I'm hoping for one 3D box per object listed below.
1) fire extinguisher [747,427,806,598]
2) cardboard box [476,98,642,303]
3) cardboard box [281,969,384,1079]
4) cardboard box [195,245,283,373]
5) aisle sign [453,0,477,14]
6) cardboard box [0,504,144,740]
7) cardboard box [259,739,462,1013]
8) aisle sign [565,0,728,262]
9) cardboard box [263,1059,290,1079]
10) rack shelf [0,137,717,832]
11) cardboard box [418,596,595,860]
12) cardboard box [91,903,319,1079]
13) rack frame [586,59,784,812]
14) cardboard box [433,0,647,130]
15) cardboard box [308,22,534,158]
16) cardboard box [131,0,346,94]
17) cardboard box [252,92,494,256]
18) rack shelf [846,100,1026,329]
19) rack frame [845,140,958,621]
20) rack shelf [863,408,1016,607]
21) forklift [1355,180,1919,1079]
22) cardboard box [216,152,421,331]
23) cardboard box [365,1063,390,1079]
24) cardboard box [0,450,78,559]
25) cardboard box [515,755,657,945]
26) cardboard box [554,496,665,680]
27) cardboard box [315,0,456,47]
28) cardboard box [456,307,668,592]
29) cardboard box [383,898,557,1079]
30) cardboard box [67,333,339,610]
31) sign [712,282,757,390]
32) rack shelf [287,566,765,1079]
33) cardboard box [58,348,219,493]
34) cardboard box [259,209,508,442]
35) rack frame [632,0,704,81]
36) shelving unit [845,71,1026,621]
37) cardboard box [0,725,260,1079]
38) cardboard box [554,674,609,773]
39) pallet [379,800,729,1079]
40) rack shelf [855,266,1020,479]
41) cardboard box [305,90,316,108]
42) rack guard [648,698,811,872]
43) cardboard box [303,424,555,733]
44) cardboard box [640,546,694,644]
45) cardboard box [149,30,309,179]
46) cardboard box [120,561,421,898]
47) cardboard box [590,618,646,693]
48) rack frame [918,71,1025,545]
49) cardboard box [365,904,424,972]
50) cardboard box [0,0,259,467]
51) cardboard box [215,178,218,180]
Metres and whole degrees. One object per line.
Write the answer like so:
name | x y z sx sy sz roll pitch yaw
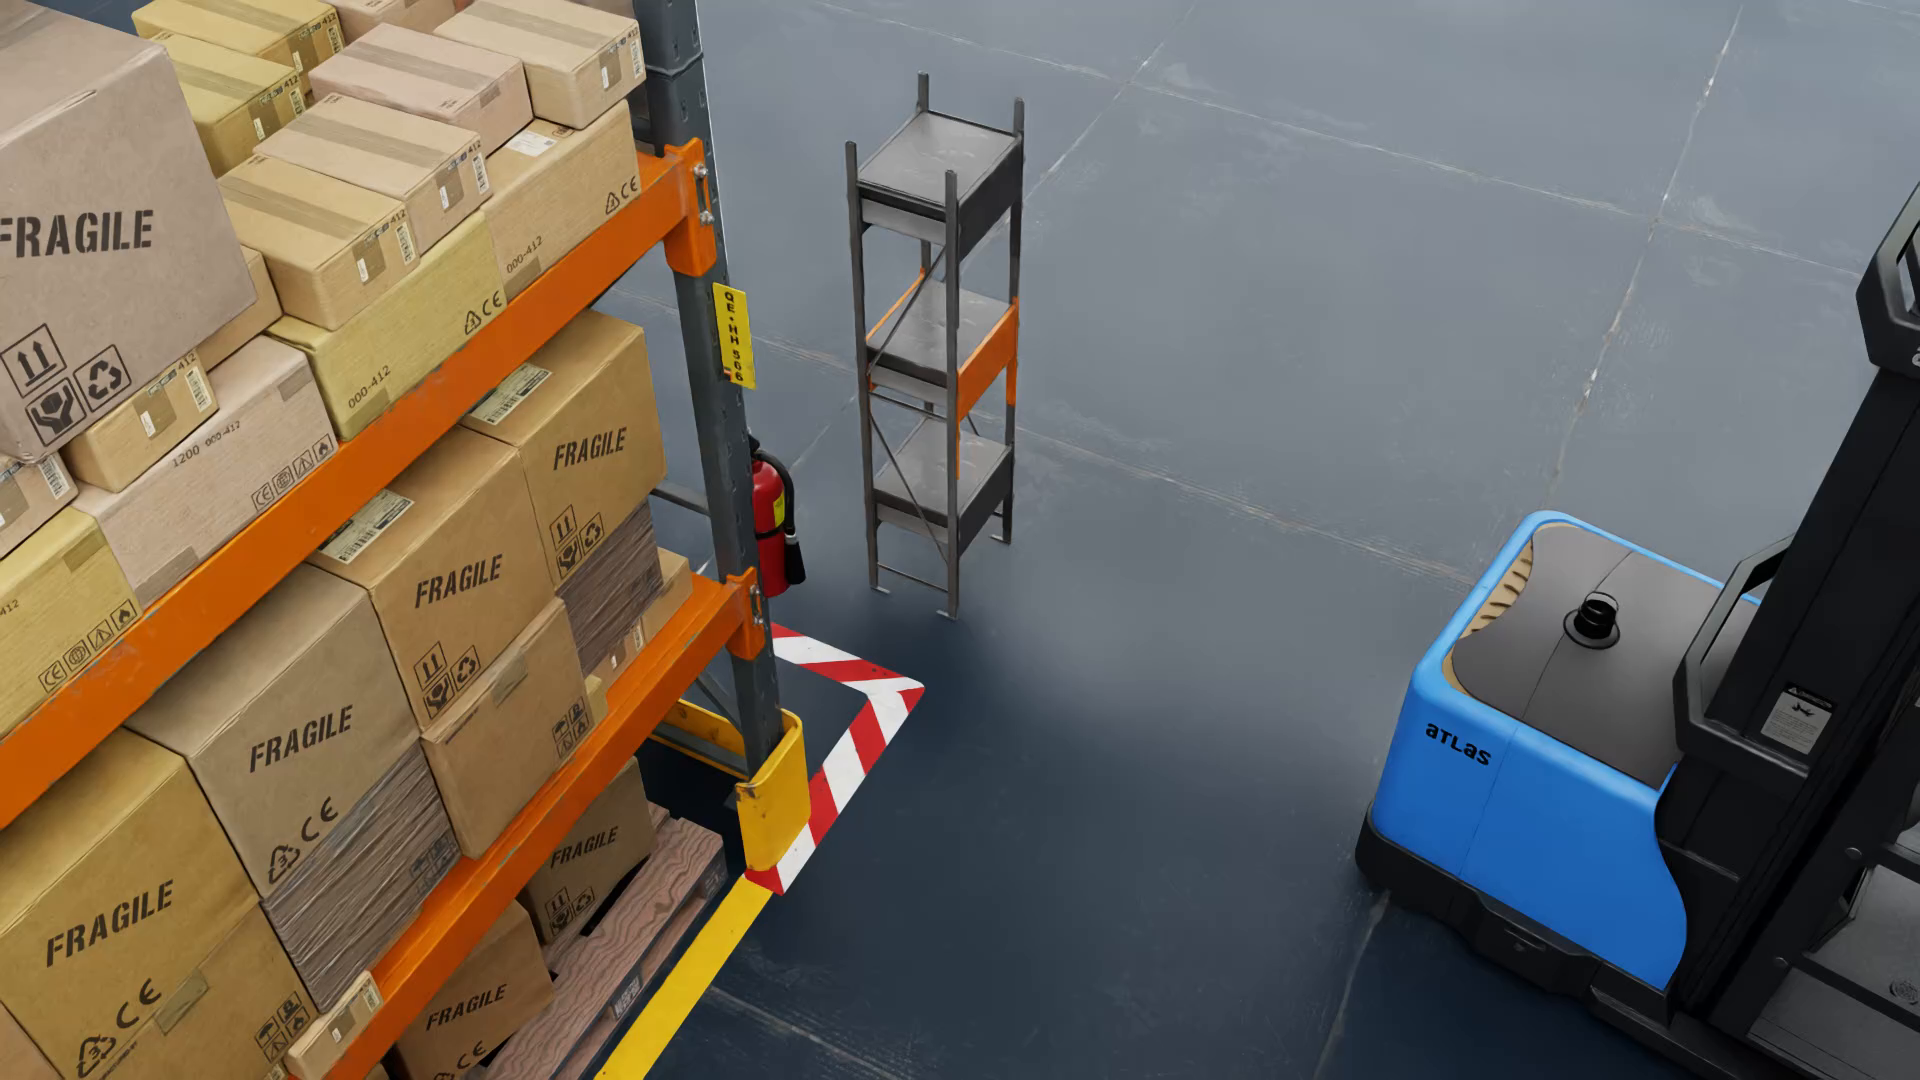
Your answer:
fire extinguisher | -0.619 -0.109 5.083 0.296 0.674 0.183 20 49 19
cardboard box | -1.079 -0.830 3.738 0.500 0.250 0.500 22 49 20
cardboard box | -1.633 1.100 4.011 0.380 0.149 0.250 20 49 19
cardboard box | -1.508 -0.465 3.097 0.380 0.149 0.250 21 49 20
aisle sign | -1.317 -1.268 4.346 0.394 0.787 0.004 20 49 19
cardboard box | -1.782 0.124 2.795 0.500 0.250 0.500 20 49 18
cardboard box | -1.756 0.637 4.012 0.875 0.500 0.500 20 49 19
aisle sign | -0.786 -1.070 4.151 0.394 0.787 0.004 20 49 19
cardboard box | -1.810 1.234 3.878 0.380 0.149 0.250 20 49 19
rack shelf | -2.008 0.242 3.078 1.077 0.370 4.000 20 49 19
cardboard box | -1.485 0.336 4.309 0.875 0.500 0.500 20 49 19
cardboard box | -1.998 0.948 3.704 0.875 0.500 0.500 20 49 19
rack frame | -1.080 -0.216 5.134 1.000 3.000 0.127 20 49 19
cardboard box | -0.932 -1.080 3.704 0.380 0.149 0.250 20 49 19
cardboard box | -1.157 -0.955 3.581 0.380 0.149 0.250 19 48 18
cardboard box | -1.619 -1.129 3.753 0.380 0.149 0.250 21 49 20
cardboard box | -1.187 -0.746 3.374 0.380 0.149 0.250 18 48 17
rack shelf | -0.077 -1.116 5.692 0.431 0.518 0.480 20 49 19
rack frame | -0.190 -0.480 6.028 0.400 2.100 0.015 20 49 19
rack shelf | -0.077 -0.132 6.688 0.431 0.518 0.480 20 49 19
forklift | 2.866 0.503 4.472 3.031 2.935 1.130 28 52 25
cardboard box | -1.283 -0.580 3.210 0.380 0.149 0.250 21 49 19
cardboard box | -1.939 1.679 4.724 0.500 0.500 0.500 25 50 23
cardboard box | -1.711 -0.105 2.741 0.380 0.149 0.250 18 48 17
cardboard box | -1.385 0.903 5.491 0.500 0.500 0.500 29 52 26
cardboard box | -1.360 -0.018 4.660 0.875 0.500 0.500 20 49 19
cardboard box | -1.413 -1.261 3.883 0.380 0.149 0.250 20 49 19
cardboard box | -1.116 -0.279 4.214 0.500 0.500 0.500 20 49 19
cardboard box | -1.632 1.291 5.107 0.500 0.500 0.500 33 54 29
cardboard box | -1.553 -0.195 3.110 0.500 0.250 0.500 21 49 20
sign | -0.598 -0.538 4.417 0.100 0.325 0.005 20 49 19
rack shelf | -2.008 1.297 4.145 1.077 0.370 4.000 20 49 19
cardboard box | -1.543 -0.263 2.897 0.380 0.149 0.250 18 48 17
cardboard box | -1.308 -0.515 3.426 0.500 0.250 0.500 21 49 19
rack frame | -1.080 -2.325 3.001 1.000 3.000 0.127 20 49 19
shelving unit | -0.077 -0.634 6.180 0.431 2.100 0.503 20 49 19
cardboard box | -1.817 0.664 3.282 0.500 0.500 0.500 20 49 19
cardboard box | -1.217 0.452 4.651 0.380 0.149 0.250 20 49 19
pallet | -1.524 1.312 5.585 1.003 0.211 1.213 20 49 19
rack shelf | -0.077 -0.624 6.190 0.431 0.518 0.480 20 49 19
cardboard box | -1.533 -1.000 3.905 0.500 0.250 0.500 22 49 20
rack guard | -1.115 0.711 5.976 1.175 0.500 0.348 20 49 19
cardboard box | -1.343 0.038 3.901 0.500 0.500 0.500 20 49 19
cardboard box | -1.029 0.120 4.979 0.380 0.149 0.250 20 49 19
cardboard box | -1.627 -0.930 3.556 0.380 0.149 0.250 20 49 18
cardboard box | -1.578 0.352 3.591 0.500 0.500 0.500 20 49 19
cardboard box | -1.146 0.277 4.824 0.380 0.149 0.250 20 49 19
rack frame | 0.036 -0.788 6.332 0.400 2.100 0.015 20 49 19
cardboard box | -1.595 0.913 4.195 0.380 0.149 0.250 20 49 19
cardboard box | -1.575 -0.526 2.701 0.500 0.500 0.500 20 49 19
cardboard box | -1.767 -0.673 3.582 0.500 0.250 0.500 19 48 18
